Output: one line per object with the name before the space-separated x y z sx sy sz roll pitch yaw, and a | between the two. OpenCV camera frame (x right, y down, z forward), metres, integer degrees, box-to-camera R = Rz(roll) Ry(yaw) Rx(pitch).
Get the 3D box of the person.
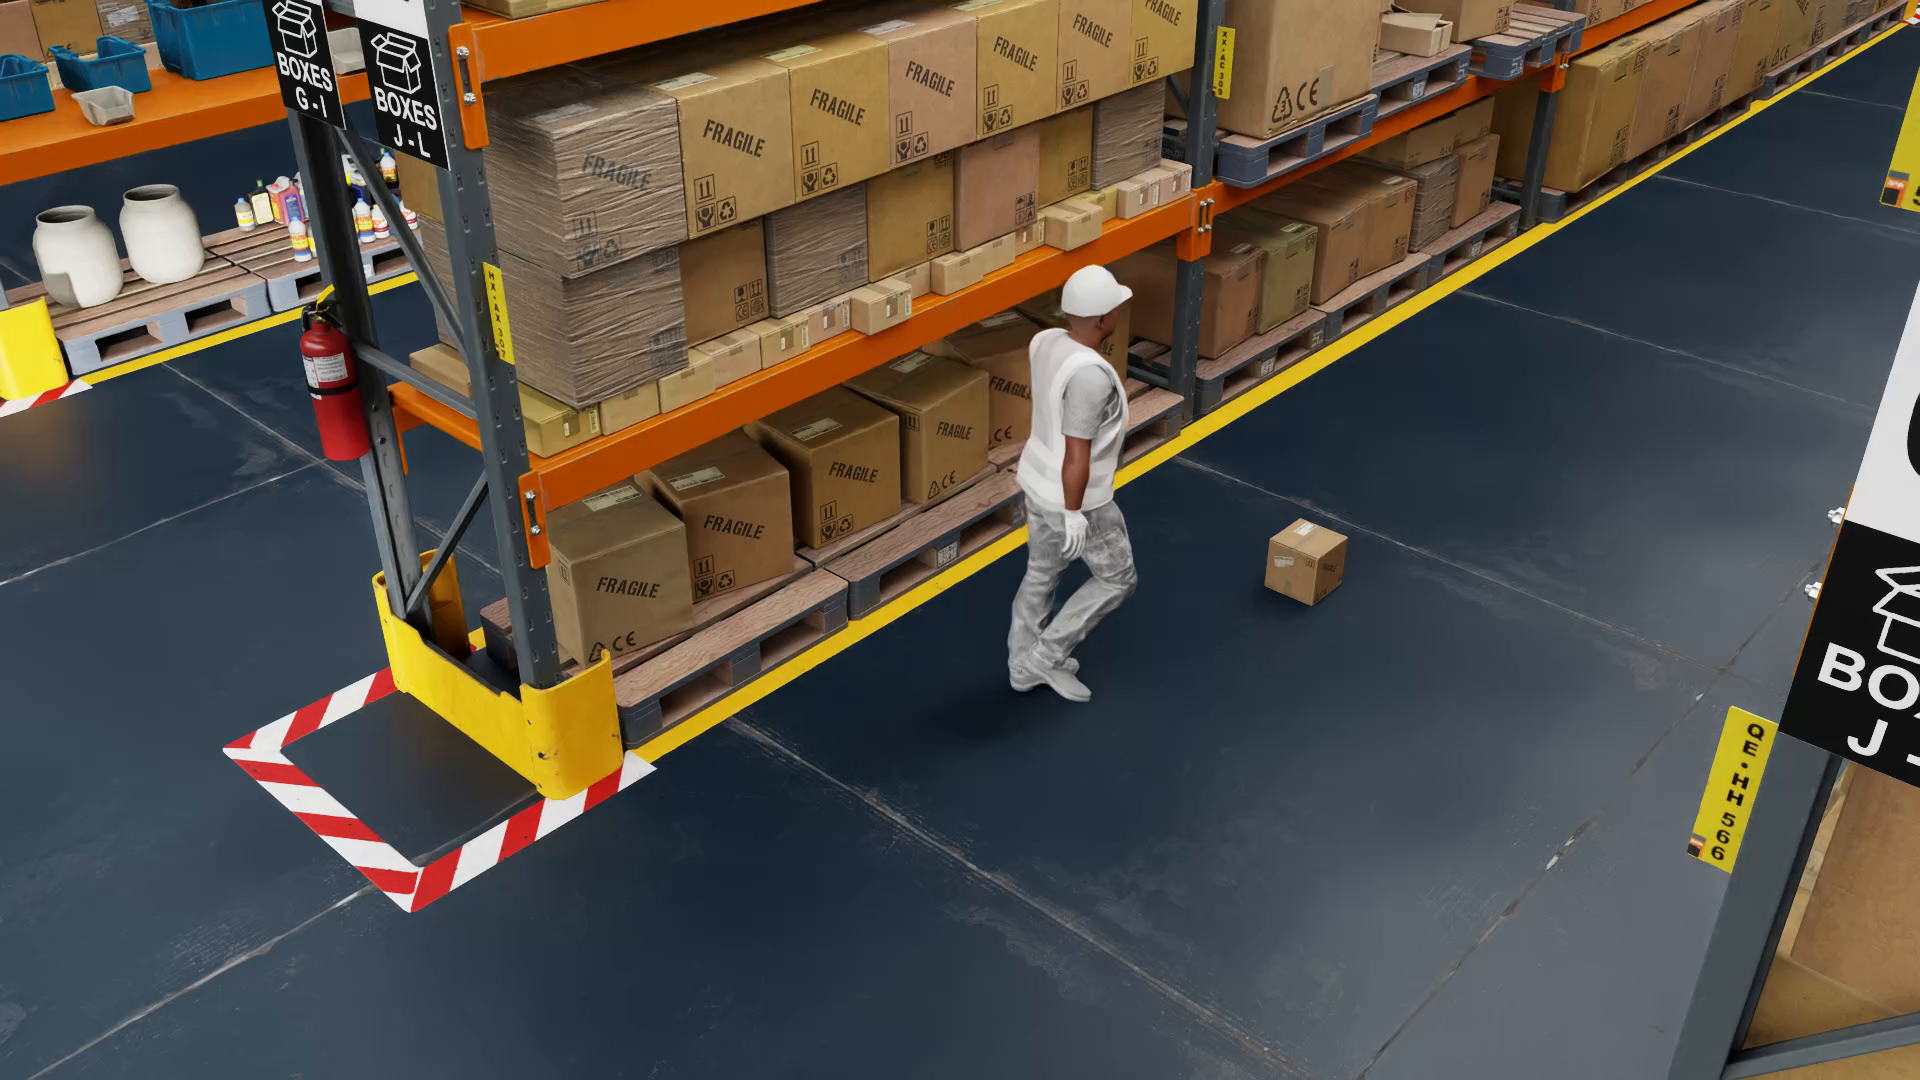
person | 0.425 -0.194 6.406 0.462 1.767 0.594 -11 33 -17
